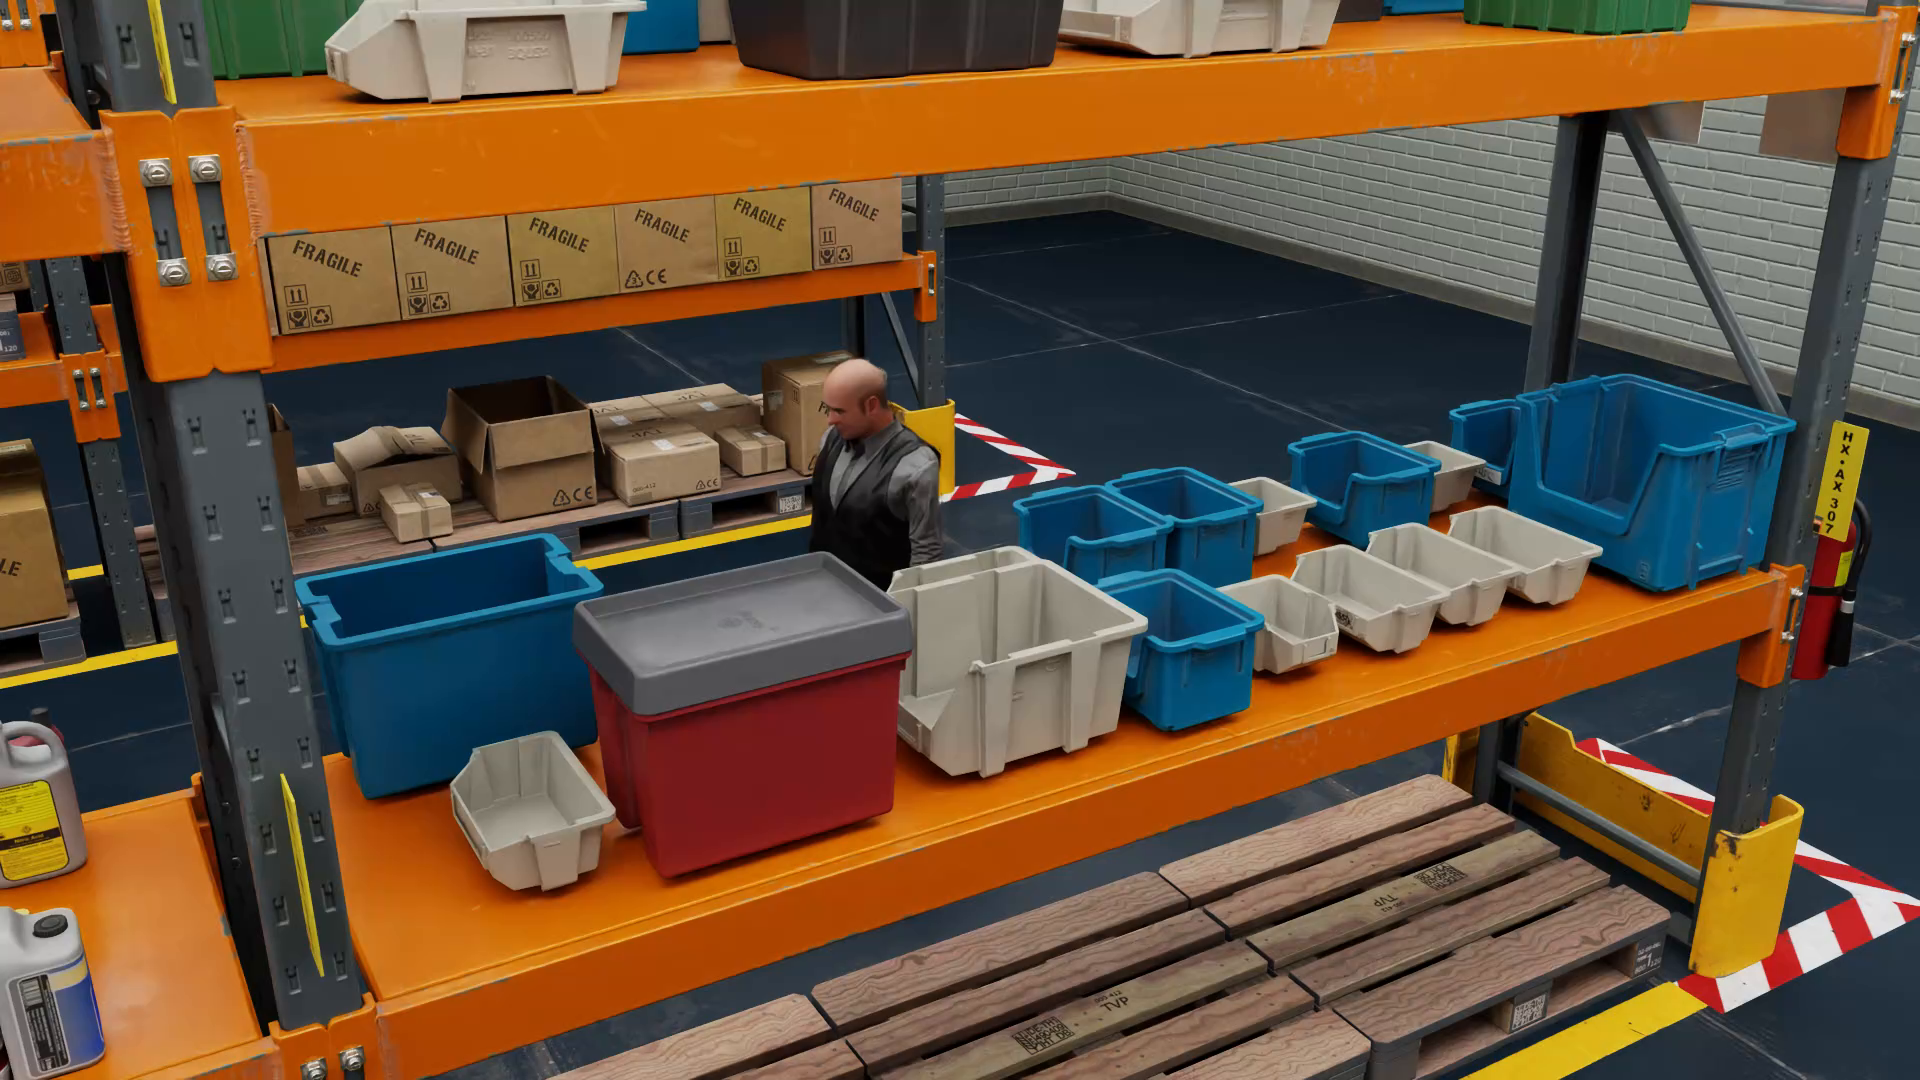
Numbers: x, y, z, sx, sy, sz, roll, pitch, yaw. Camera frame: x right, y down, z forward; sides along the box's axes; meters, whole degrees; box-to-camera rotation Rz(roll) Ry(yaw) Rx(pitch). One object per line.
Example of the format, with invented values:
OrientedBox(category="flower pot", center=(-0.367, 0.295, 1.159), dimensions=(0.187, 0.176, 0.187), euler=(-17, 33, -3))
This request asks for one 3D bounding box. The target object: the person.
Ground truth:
OrientedBox(category="person", center=(-0.285, 0.217, 5.525), dimensions=(0.600, 1.709, 0.444), euler=(15, 26, 34))
